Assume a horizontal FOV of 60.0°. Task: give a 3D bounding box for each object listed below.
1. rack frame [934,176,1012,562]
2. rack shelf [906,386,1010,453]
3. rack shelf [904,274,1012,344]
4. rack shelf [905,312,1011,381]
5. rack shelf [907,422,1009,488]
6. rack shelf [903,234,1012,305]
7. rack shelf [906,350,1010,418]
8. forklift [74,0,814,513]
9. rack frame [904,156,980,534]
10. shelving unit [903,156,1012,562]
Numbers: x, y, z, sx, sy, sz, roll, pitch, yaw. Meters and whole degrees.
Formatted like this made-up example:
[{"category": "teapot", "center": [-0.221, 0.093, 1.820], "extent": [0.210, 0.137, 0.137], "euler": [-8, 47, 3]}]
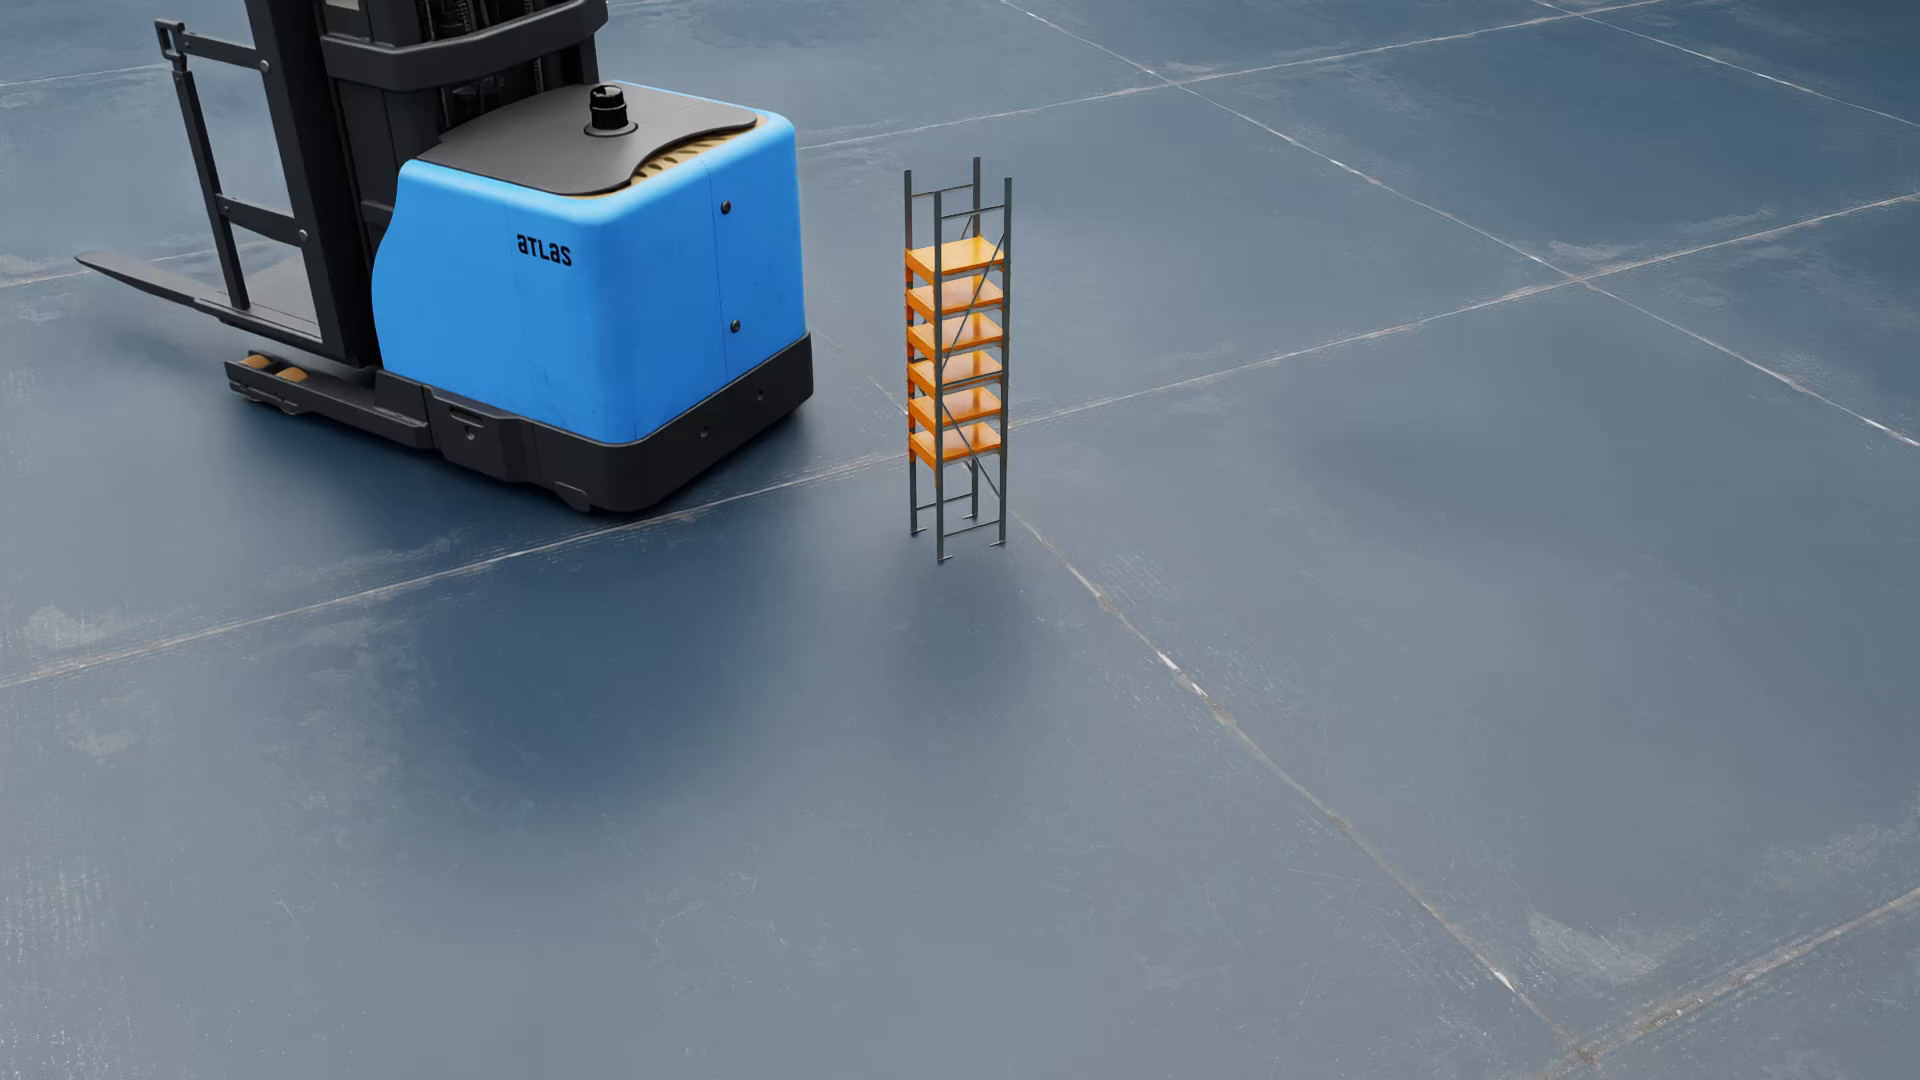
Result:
[{"category": "rack frame", "center": [0.036, -0.468, 4.869], "extent": [0.240, 1.200, 0.006], "euler": [-16, 36, -23]}, {"category": "rack shelf", "center": [-0.007, -0.374, 5.026], "extent": [0.258, 0.103, 0.180], "euler": [-16, 36, -23]}, {"category": "rack shelf", "center": [-0.007, -0.677, 4.832], "extent": [0.258, 0.103, 0.180], "euler": [-16, 36, -23]}, {"category": "rack shelf", "center": [-0.007, -0.576, 4.896], "extent": [0.258, 0.103, 0.180], "euler": [-16, 36, -23]}, {"category": "rack shelf", "center": [-0.007, -0.273, 5.091], "extent": [0.258, 0.103, 0.180], "euler": [-16, 36, -23]}, {"category": "rack shelf", "center": [-0.007, -0.778, 4.767], "extent": [0.258, 0.103, 0.180], "euler": [-16, 36, -23]}, {"category": "rack shelf", "center": [-0.007, -0.475, 4.961], "extent": [0.258, 0.103, 0.180], "euler": [-16, 36, -23]}, {"category": "forklift", "center": [-2.050, -1.905, 5.506], "extent": [3.031, 2.935, 1.130], "euler": [18, 37, 26]}, {"category": "rack frame", "center": [-0.049, -0.556, 5.005], "extent": [0.240, 1.200, 0.006], "euler": [-16, 36, -23]}, {"category": "shelving unit", "center": [-0.007, -0.512, 4.937], "extent": [0.258, 1.200, 0.189], "euler": [-16, 36, -23]}]
